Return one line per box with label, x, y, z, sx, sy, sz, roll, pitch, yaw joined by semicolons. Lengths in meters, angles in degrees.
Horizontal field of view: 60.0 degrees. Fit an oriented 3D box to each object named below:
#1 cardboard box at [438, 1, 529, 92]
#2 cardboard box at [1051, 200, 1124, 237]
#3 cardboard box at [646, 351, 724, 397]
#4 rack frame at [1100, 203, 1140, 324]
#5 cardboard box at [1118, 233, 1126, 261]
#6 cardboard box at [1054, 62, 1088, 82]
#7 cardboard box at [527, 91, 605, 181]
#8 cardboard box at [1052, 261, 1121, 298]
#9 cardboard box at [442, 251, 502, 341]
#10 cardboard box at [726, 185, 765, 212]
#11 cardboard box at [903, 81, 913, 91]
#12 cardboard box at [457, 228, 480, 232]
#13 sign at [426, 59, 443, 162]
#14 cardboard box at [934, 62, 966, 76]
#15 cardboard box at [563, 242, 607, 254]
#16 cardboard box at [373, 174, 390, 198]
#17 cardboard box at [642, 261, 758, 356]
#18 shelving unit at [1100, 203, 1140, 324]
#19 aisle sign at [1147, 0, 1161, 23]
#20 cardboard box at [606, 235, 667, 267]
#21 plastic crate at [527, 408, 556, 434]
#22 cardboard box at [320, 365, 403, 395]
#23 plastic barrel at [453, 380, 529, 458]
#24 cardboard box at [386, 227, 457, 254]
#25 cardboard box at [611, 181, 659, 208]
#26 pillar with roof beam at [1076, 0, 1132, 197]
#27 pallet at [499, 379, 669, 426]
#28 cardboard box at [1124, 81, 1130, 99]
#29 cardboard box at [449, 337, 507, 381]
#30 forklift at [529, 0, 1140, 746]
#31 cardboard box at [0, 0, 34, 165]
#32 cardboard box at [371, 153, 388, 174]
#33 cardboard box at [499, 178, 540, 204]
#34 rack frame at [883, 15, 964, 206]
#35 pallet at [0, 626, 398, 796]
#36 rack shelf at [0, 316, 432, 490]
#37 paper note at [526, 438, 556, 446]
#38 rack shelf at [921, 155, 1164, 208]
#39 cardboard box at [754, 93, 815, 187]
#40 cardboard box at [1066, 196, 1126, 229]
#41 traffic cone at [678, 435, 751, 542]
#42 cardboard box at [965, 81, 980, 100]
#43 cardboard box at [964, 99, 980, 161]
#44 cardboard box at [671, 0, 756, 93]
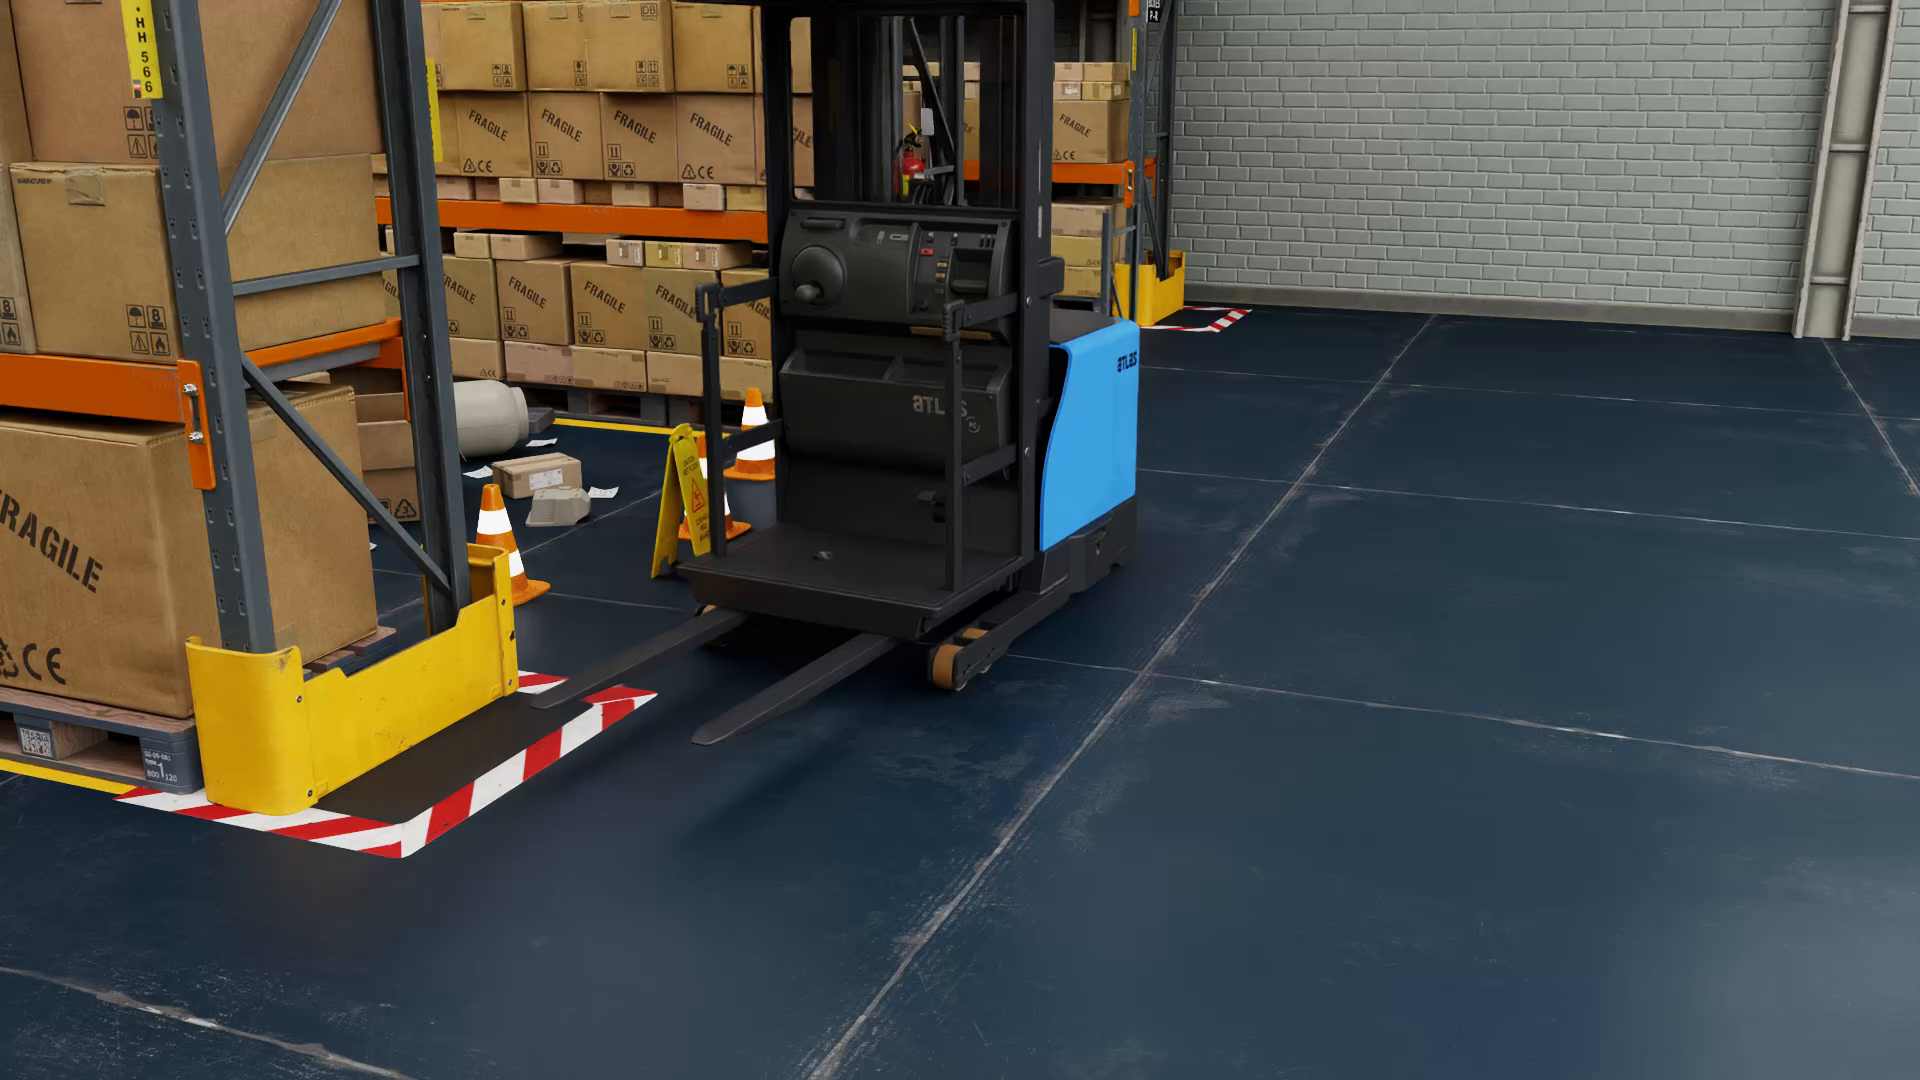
cardboard box;-2.680;-2.953;9.958;0.500;0.500;0.700;6;17;19
cardboard box;1.062;-2.705;13.998;0.500;0.250;0.500;7;18;22
cardboard box;-1.543;-1.039;10.052;0.500;0.250;0.500;6;17;21
rack frame;0.716;-0.749;7.564;0.032;1.500;0.500;6;17;21
cardboard box;1.244;-2.601;14.535;0.500;0.250;0.500;7;17;22
cardboard box;0.953;-3.879;13.780;0.250;0.149;0.380;6;17;21
cardboard box;-2.212;-2.426;9.938;0.500;0.500;0.500;6;17;21
cardboard box;1.052;-2.225;14.137;0.500;0.250;0.500;6;17;21
cardboard box;-2.982;-1.559;10.496;0.500;0.500;0.500;7;18;23
cardboard box;-1.147;-1.981;9.569;0.250;0.149;0.380;6;17;20
cardboard box;-0.485;-3.882;14.324;0.250;0.149;0.380;6;17;19
cardboard box;-4.651;-3.125;16.565;0.625;0.625;0.875;7;18;22
sign;-1.726;-1.393;5.397;0.005;0.325;0.100;6;17;21
cardboard box;-0.030;-3.967;14.081;0.250;0.149;0.380;7;17;22
cardboard box;-2.336;-1.646;10.798;0.500;0.500;0.500;7;18;24
cardboard box;-3.505;-2.251;10.498;0.250;0.149;0.380;7;18;22
cardboard box;-1.541;-1.398;9.944;0.500;0.500;0.500;7;18;23
shelving unit;0.235;-0.802;7.747;1.083;1.500;0.587;6;17;21
aisle sign;1.558;-4.543;13.281;0.004;0.787;0.394;6;17;21
cardboard box;-1.897;-1.731;9.928;0.250;0.149;0.380;7;18;23
plastic crate;-2.775;-0.724;10.024;0.583;0.080;0.402;0;16;1
cardboard box;-3.437;-0.838;9.658;0.500;0.500;0.500;-9;18;-27
plastic barrel;-2.690;-0.672;9.228;0.512;0.421;0.421;-9;18;-27
cardboard box;-3.390;-1.893;10.486;0.250;0.149;0.380;7;17;21
cardboard box;-1.855;-2.065;9.857;0.250;0.149;0.380;6;17;20
pillar with roof beam;-0.292;-5.447;10.297;0.400;9.000;9.100;6;17;21
pallet;-2.158;-0.976;10.658;1.213;0.211;1.003;6;17;21
cardboard box;1.384;-3.839;14.176;0.250;0.149;0.380;6;17;19
cardboard box;-2.984;-1.198;10.600;0.500;0.250;0.500;7;18;24
forklift;-0.342;-1.017;5.919;1.130;2.935;3.031;8;18;26
cardboard box;-2.812;-1.467;5.141;0.550;0.550;0.875;6;17;21
cardboard box;-3.627;-2.573;10.443;0.500;0.500;0.500;6;17;20
cardboard box;-2.572;-2.130;10.081;0.250;0.149;0.380;6;17;21
rack frame;-0.213;-2.090;9.493;0.127;3.000;1.000;6;17;21
pallet;-2.708;0.482;5.636;1.213;0.211;1.003;6;17;21
rack shelf;-3.796;-0.655;5.840;4.000;0.370;1.077;6;17;21
paper note;-2.407;-0.565;9.567;0.148;0.019;0.142;0;16;1
rack shelf;-0.256;-3.237;14.734;4.000;0.370;1.077;6;17;21
cardboard box;-0.819;-2.265;9.383;0.500;0.500;0.500;6;17;20
cardboard box;1.227;-2.838;14.453;0.500;0.250;0.500;6;17;20
traffic cone;-1.177;-0.259;7.735;0.334;0.463;0.336;6;17;21
cardboard box;0.220;-3.804;14.055;0.250;0.149;0.380;6;17;19
cardboard box;0.094;-3.516;14.225;0.500;0.500;0.500;6;17;20
cardboard box;-1.236;-2.811;9.468;0.500;0.500;0.700;6;17;21
